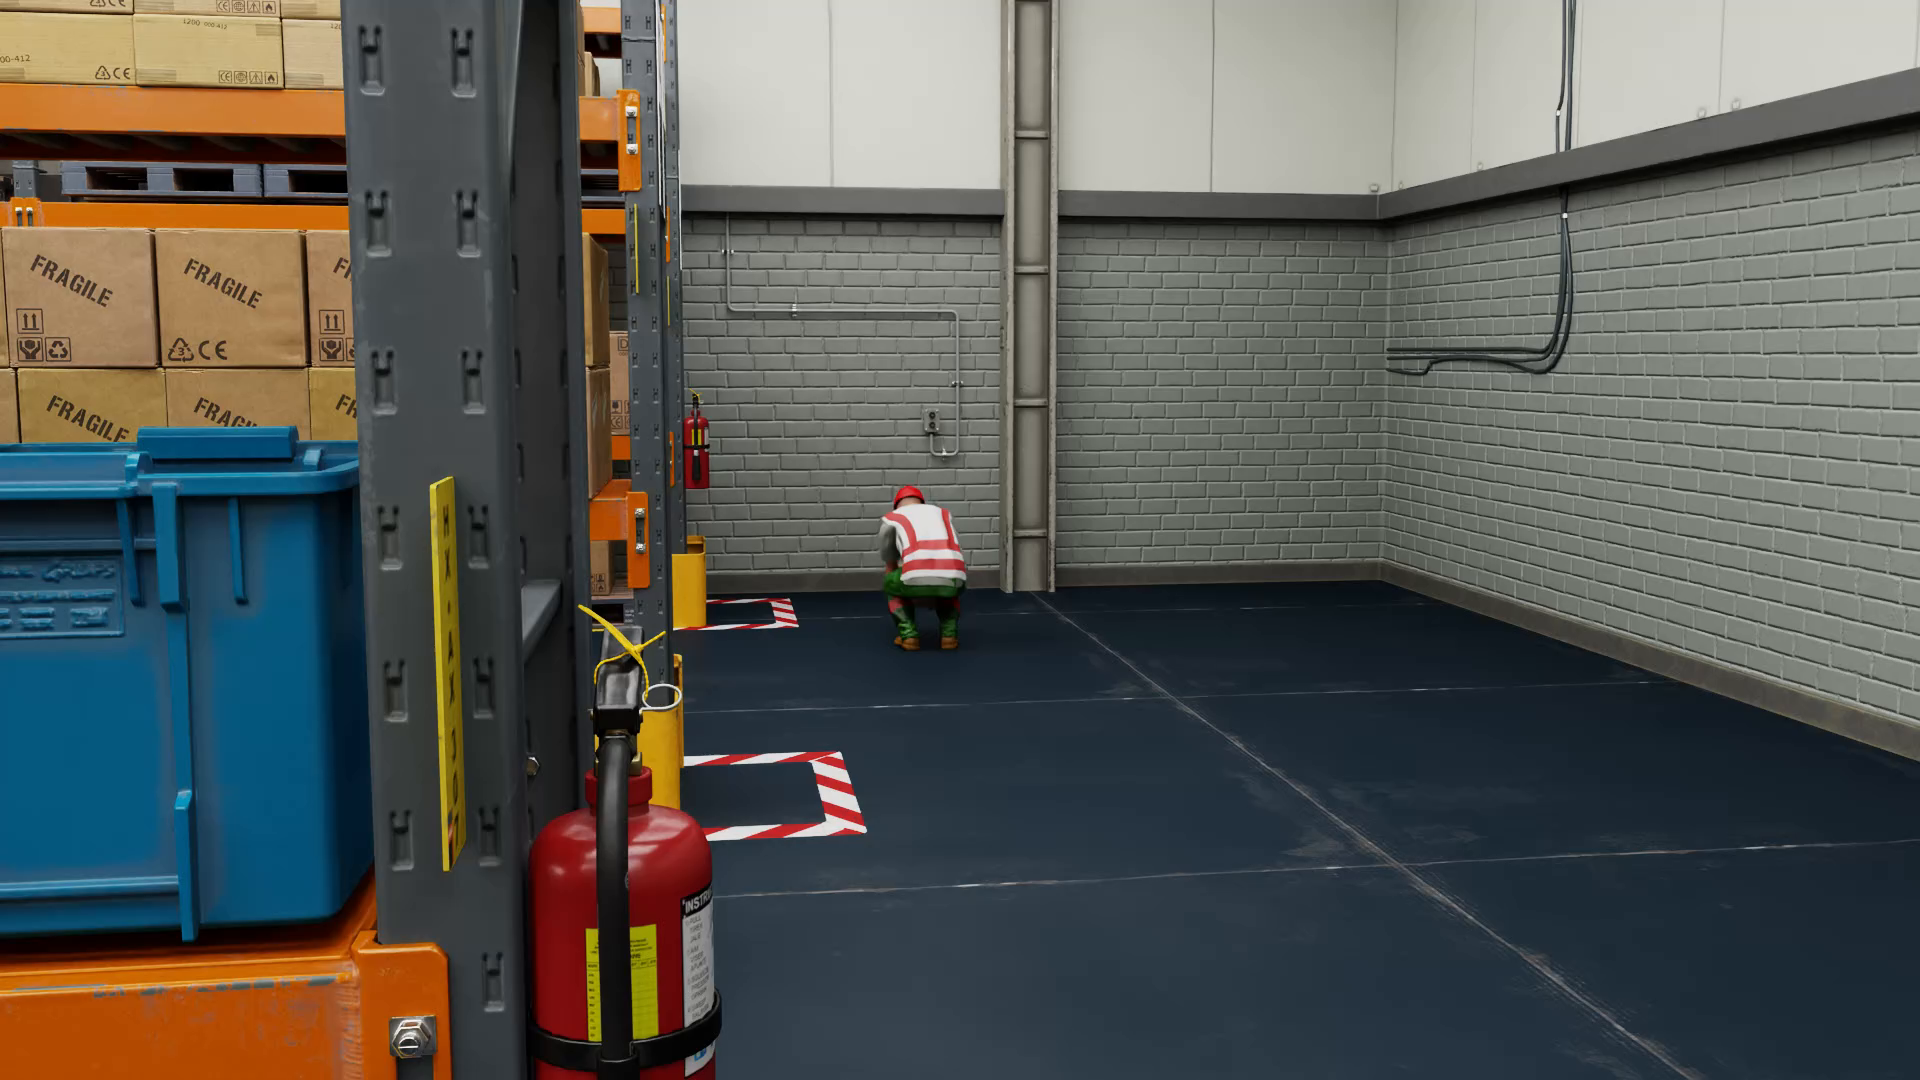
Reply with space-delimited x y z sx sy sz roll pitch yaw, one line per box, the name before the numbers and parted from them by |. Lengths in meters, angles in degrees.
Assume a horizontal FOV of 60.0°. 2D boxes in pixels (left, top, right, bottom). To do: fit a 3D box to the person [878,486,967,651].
person | -0.240 0.173 10.637 0.545 1.001 0.885 -1 6 -10
